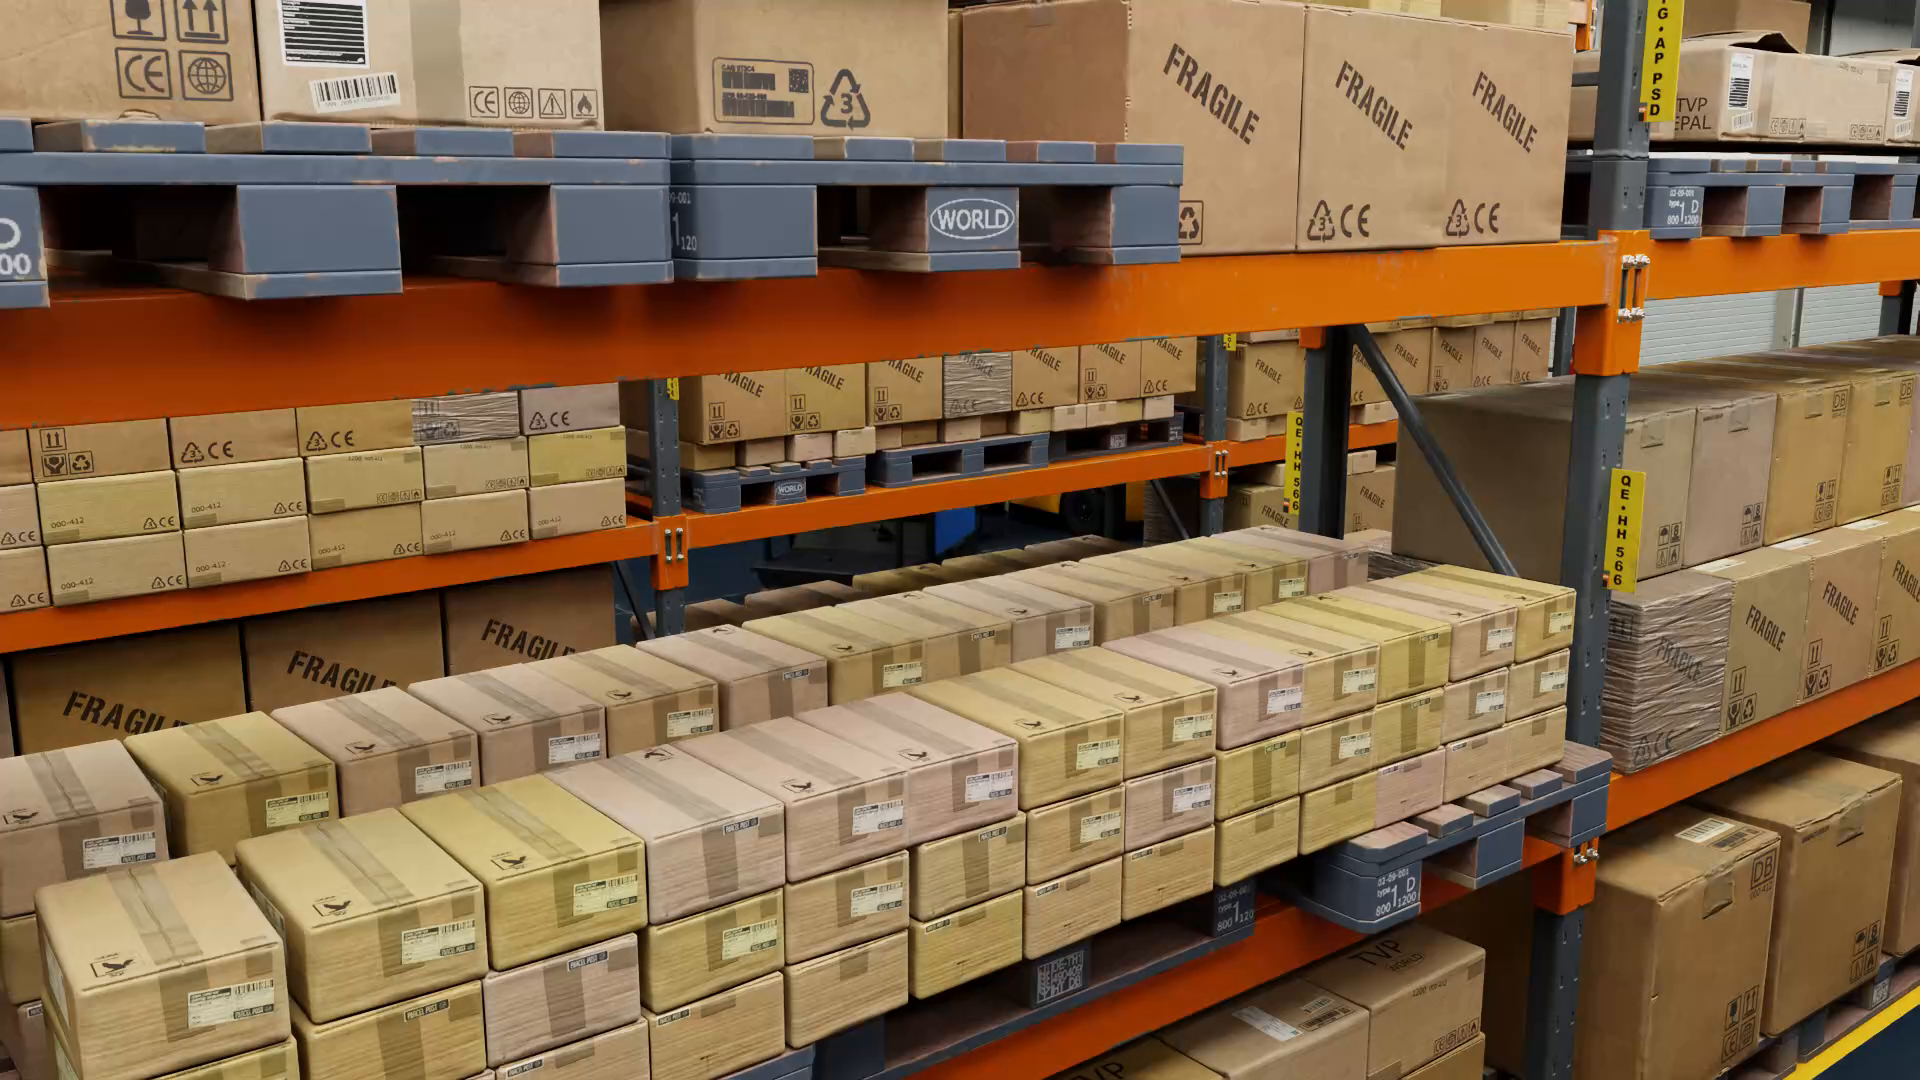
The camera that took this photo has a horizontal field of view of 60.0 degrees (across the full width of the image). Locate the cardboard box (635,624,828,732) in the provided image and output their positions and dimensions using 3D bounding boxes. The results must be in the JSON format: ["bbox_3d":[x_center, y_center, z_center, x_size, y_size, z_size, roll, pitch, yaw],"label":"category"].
[{"bbox_3d":[-0.498,0.310,3.610,0.250,0.149,0.380,-10,16,-40],"label":"cardboard box"}]

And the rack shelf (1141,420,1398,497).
[{"bbox_3d":[2.930,-0.799,12.404,4.000,0.370,1.077,-9,15,-38],"label":"rack shelf"}]

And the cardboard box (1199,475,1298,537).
[{"bbox_3d":[1.997,-0.152,11.426,0.500,0.500,0.500,-9,15,-35],"label":"cardboard box"}]

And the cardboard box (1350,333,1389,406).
[{"bbox_3d":[2.663,-1.230,11.743,0.500,0.500,0.500,-10,15,-38],"label":"cardboard box"}]

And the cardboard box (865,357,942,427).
[{"bbox_3d":[-0.447,-0.932,9.330,0.500,0.500,0.500,-9,15,-37],"label":"cardboard box"}]

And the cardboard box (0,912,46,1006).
[{"bbox_3d":[-1.520,0.624,2.845,0.250,0.149,0.380,-9,15,-36],"label":"cardboard box"}]

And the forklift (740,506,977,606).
[{"bbox_3d":[-0.804,-0.960,11.594,1.130,2.935,3.031,4,13,18],"label":"forklift"}]

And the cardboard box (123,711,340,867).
[{"bbox_3d":[-1.307,0.444,2.979,0.250,0.149,0.380,-10,16,-39],"label":"cardboard box"}]

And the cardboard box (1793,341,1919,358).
[{"bbox_3d":[3.755,-0.508,6.650,0.500,0.500,0.700,-10,15,-39],"label":"cardboard box"}]

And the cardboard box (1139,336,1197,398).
[{"bbox_3d":[1.151,-1.194,10.565,0.500,0.500,0.500,-10,15,-39],"label":"cardboard box"}]

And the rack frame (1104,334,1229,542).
[{"bbox_3d":[1.368,-0.892,11.107,0.127,3.000,1.000,-9,15,-38],"label":"rack frame"}]

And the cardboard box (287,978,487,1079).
[{"bbox_3d":[-0.912,0.697,2.500,0.250,0.149,0.380,-10,15,-39],"label":"cardboard box"}]

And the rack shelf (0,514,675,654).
[{"bbox_3d":[-3.317,0.239,7.515,4.000,0.370,1.077,-9,15,-38],"label":"rack shelf"}]

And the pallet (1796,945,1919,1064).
[{"bbox_3d":[3.030,1.533,6.399,1.213,0.211,1.003,-9,15,-38],"label":"pallet"}]

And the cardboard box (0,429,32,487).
[{"bbox_3d":[-3.976,-0.473,6.486,0.500,0.500,0.500,-10,15,-38],"label":"cardboard box"}]

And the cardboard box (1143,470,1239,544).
[{"bbox_3d":[1.662,-0.239,11.838,0.500,0.500,0.500,-10,15,-38],"label":"cardboard box"}]

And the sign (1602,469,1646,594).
[{"bbox_3d":[1.762,-0.024,4.423,0.005,0.325,0.100,-9,15,-38],"label":"sign"}]

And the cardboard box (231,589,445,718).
[{"bbox_3d":[-3.046,0.652,7.939,0.875,0.875,0.875,-9,15,-37],"label":"cardboard box"}]

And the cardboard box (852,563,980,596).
[{"bbox_3d":[-0.141,0.441,10.146,0.625,0.372,0.950,-9,15,-36],"label":"cardboard box"}]

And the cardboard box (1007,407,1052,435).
[{"bbox_3d":[0.333,-0.733,9.952,0.250,0.149,0.380,-9,15,-38],"label":"cardboard box"}]

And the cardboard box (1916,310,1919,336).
[{"bbox_3d":[4.849,-0.746,7.459,0.550,0.550,0.875,-9,15,-38],"label":"cardboard box"}]

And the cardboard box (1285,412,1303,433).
[{"bbox_3d":[2.168,-0.838,11.460,0.250,0.149,0.380,-10,15,-38],"label":"cardboard box"}]

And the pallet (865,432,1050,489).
[{"bbox_3d":[-0.235,-0.542,9.924,1.213,0.211,1.003,-9,15,-38],"label":"pallet"}]

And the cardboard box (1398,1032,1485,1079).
[{"bbox_3d":[1.065,1.562,4.558,0.500,0.500,0.500,-10,15,-38],"label":"cardboard box"}]

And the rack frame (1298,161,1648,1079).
[{"bbox_3d":[1.416,0.417,4.944,0.127,3.000,1.000,-9,15,-38],"label":"rack frame"}]

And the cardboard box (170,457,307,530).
[{"bbox_3d":[-3.165,-0.236,7.174,0.500,0.250,0.500,-10,16,-39],"label":"cardboard box"}]

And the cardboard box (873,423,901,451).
[{"bbox_3d":[-0.534,-0.603,9.340,0.250,0.149,0.380,-8,15,-34],"label":"cardboard box"}]

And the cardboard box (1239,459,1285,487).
[{"bbox_3d":[2.132,-0.476,11.389,0.250,0.149,0.380,-9,15,-37],"label":"cardboard box"}]

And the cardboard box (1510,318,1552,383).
[{"bbox_3d":[4.240,-1.490,12.968,0.500,0.500,0.500,-10,15,-39],"label":"cardboard box"}]

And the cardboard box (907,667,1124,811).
[{"bbox_3d":[0.105,0.382,3.268,0.250,0.149,0.380,-9,15,-36],"label":"cardboard box"}]

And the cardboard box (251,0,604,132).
[{"bbox_3d":[-0.889,-0.773,2.531,0.500,0.311,0.500,-10,15,-38],"label":"cardboard box"}]

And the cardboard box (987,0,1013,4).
[{"bbox_3d":[0.271,-1.209,3.295,0.258,0.266,0.396,-9,15,-38],"label":"cardboard box"}]

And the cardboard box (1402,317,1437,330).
[{"bbox_3d":[3.019,-1.803,12.035,0.500,0.500,0.700,-10,15,-38],"label":"cardboard box"}]

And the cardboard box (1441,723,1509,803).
[{"bbox_3d":[1.123,0.505,4.123,0.250,0.149,0.380,-9,15,-38],"label":"cardboard box"}]

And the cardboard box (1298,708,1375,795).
[{"bbox_3d":[0.708,0.429,3.766,0.250,0.149,0.380,-9,15,-38],"label":"cardboard box"}]

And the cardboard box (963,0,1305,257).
[{"bbox_3d":[0.353,-0.853,3.461,0.500,0.500,0.500,-9,15,-38],"label":"cardboard box"}]

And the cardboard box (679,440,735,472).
[{"bbox_3d":[-1.386,-0.467,8.702,0.250,0.149,0.380,-11,16,-41],"label":"cardboard box"}]

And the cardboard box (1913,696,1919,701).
[{"bbox_3d":[4.111,0.888,7.130,0.750,0.750,1.050,-10,15,-38],"label":"cardboard box"}]

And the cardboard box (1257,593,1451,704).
[{"bbox_3d":[0.917,0.248,3.903,0.250,0.149,0.380,-9,15,-36],"label":"cardboard box"}]

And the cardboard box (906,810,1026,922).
[{"bbox_3d":[-0.091,0.560,3.146,0.250,0.149,0.380,-10,15,-39],"label":"cardboard box"}]

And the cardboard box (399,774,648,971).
[{"bbox_3d":[-0.697,0.516,2.639,0.250,0.149,0.380,-9,15,-37],"label":"cardboard box"}]

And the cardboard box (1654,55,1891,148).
[{"bbox_3d":[2.510,-1.355,5.174,0.500,0.250,0.500,-9,15,-36],"label":"cardboard box"}]

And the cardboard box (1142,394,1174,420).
[{"bbox_3d":[1.139,-0.863,10.564,0.250,0.149,0.380,-9,15,-37],"label":"cardboard box"}]

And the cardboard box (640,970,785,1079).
[{"bbox_3d":[-0.506,0.776,2.847,0.250,0.149,0.380,-9,15,-37],"label":"cardboard box"}]

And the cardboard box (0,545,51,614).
[{"bbox_3d":[-3.967,0.138,6.619,0.500,0.250,0.500,-10,16,-39],"label":"cardboard box"}]

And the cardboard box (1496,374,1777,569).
[{"bbox_3d":[2.167,-0.244,5.406,0.500,0.500,0.700,-10,15,-38],"label":"cardboard box"}]

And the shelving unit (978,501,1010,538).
[{"bbox_3d":[0.005,-0.735,13.977,0.755,1.500,0.431,-9,15,-38],"label":"shelving unit"}]

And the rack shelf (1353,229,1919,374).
[{"bbox_3d":[2.977,-0.958,5.929,4.000,0.370,1.077,-9,15,-38],"label":"rack shelf"}]

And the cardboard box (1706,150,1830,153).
[{"bbox_3d":[2.946,-1.550,6.055,0.258,0.266,0.396,-9,15,-38],"label":"cardboard box"}]

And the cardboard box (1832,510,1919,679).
[{"bbox_3d":[3.115,0.157,5.925,0.500,0.500,0.500,-10,15,-38],"label":"cardboard box"}]

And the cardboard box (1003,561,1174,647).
[{"bbox_3d":[0.324,0.173,4.256,0.250,0.149,0.380,-10,16,-40],"label":"cardboard box"}]

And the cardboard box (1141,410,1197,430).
[{"bbox_3d":[1.428,-0.860,11.562,0.250,0.149,0.380,-10,15,-38],"label":"cardboard box"}]

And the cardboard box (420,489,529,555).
[{"bbox_3d":[-2.377,-0.123,7.847,0.500,0.250,0.500,-9,15,-37],"label":"cardboard box"}]

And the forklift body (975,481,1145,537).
[{"bbox_3d":[1.047,-1.258,14.876,1.214,2.155,2.313,-9,15,-38],"label":"forklift body"}]

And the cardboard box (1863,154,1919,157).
[{"bbox_3d":[3.912,-1.720,6.858,0.396,0.266,0.258,-10,15,-39],"label":"cardboard box"}]

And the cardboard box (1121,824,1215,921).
[{"bbox_3d":[0.313,0.639,3.494,0.250,0.149,0.380,-9,15,-36],"label":"cardboard box"}]

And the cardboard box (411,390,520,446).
[{"bbox_3d":[-2.391,-0.733,7.713,0.500,0.500,0.500,-9,15,-37],"label":"cardboard box"}]

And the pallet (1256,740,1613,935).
[{"bbox_3d":[0.926,0.621,4.447,1.003,0.211,1.213,-9,15,-38],"label":"pallet"}]
